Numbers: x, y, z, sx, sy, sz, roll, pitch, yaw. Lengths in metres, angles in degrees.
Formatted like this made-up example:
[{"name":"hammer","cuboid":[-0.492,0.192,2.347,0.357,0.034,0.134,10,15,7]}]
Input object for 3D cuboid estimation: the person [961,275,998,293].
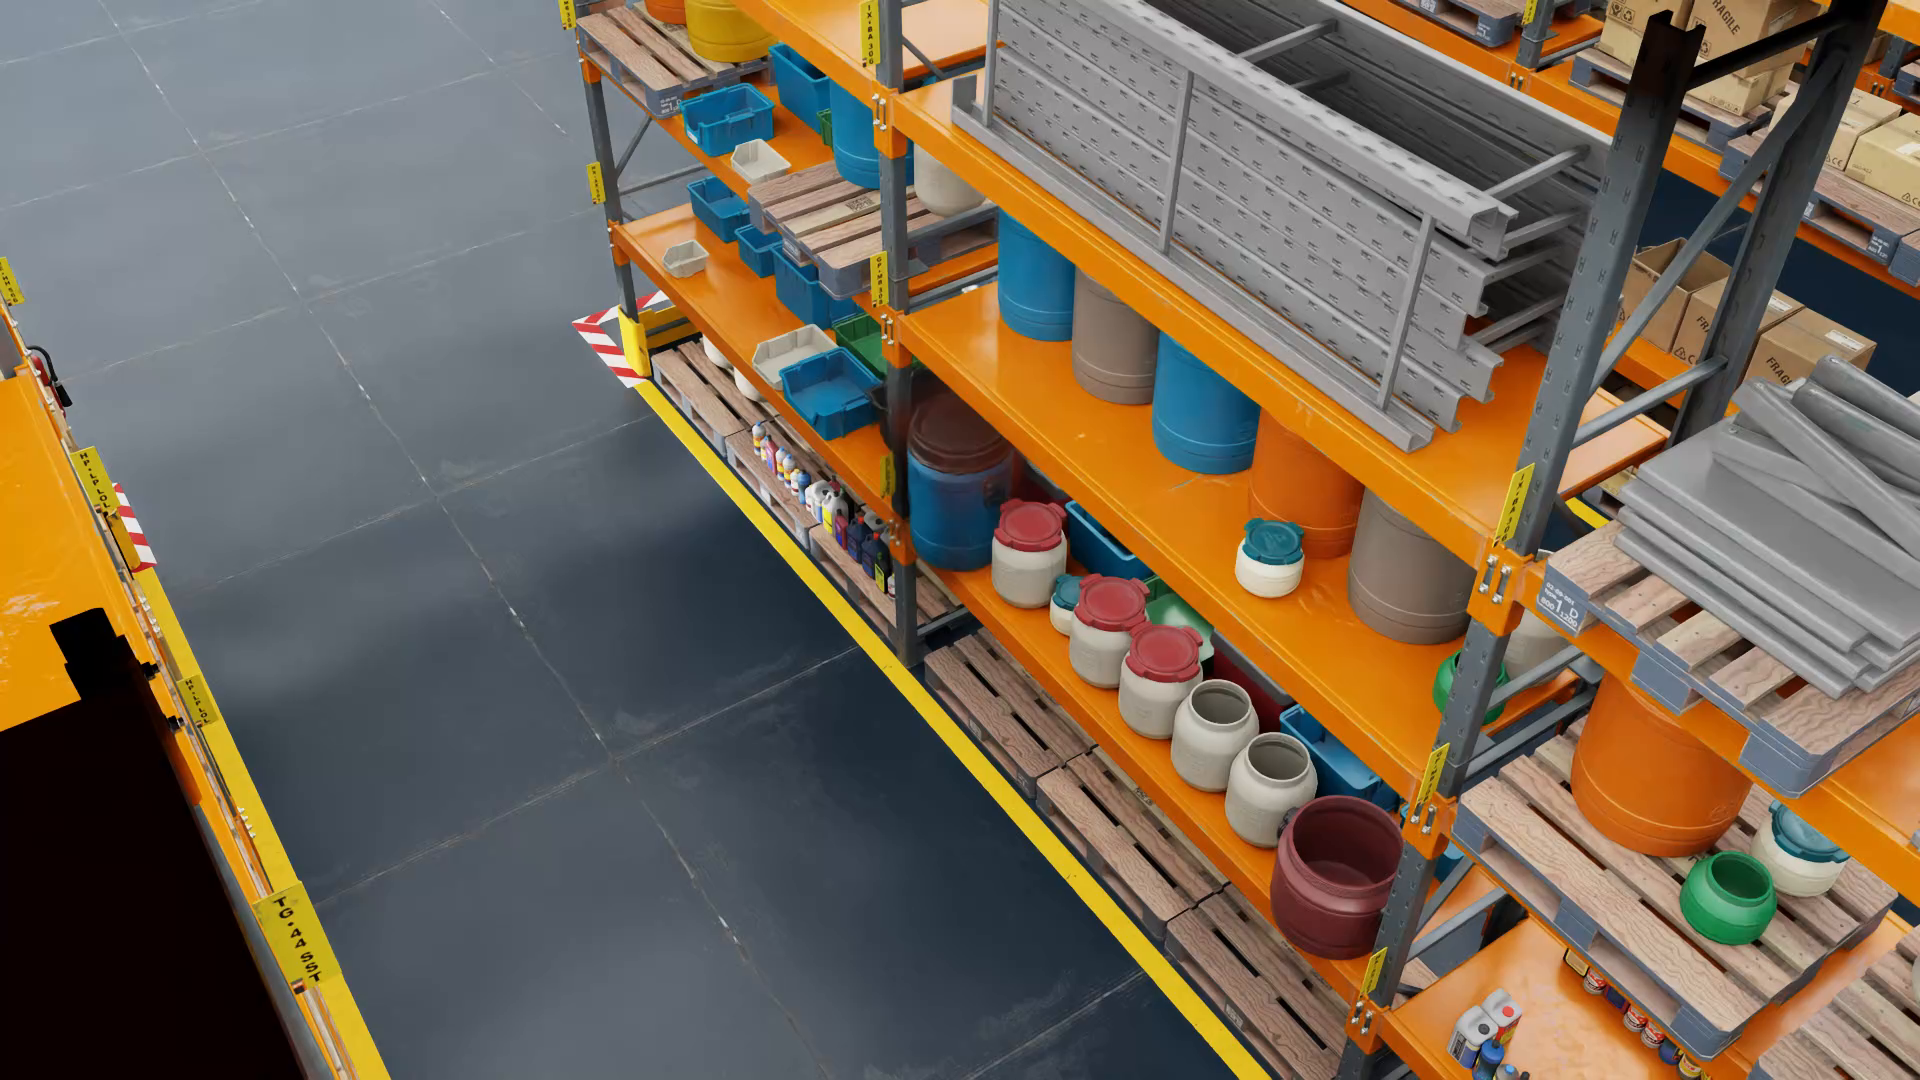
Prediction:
[{"name":"person","cuboid":[0.420,-2.389,13.185,1.002,1.536,0.436,13,44,13]}]
